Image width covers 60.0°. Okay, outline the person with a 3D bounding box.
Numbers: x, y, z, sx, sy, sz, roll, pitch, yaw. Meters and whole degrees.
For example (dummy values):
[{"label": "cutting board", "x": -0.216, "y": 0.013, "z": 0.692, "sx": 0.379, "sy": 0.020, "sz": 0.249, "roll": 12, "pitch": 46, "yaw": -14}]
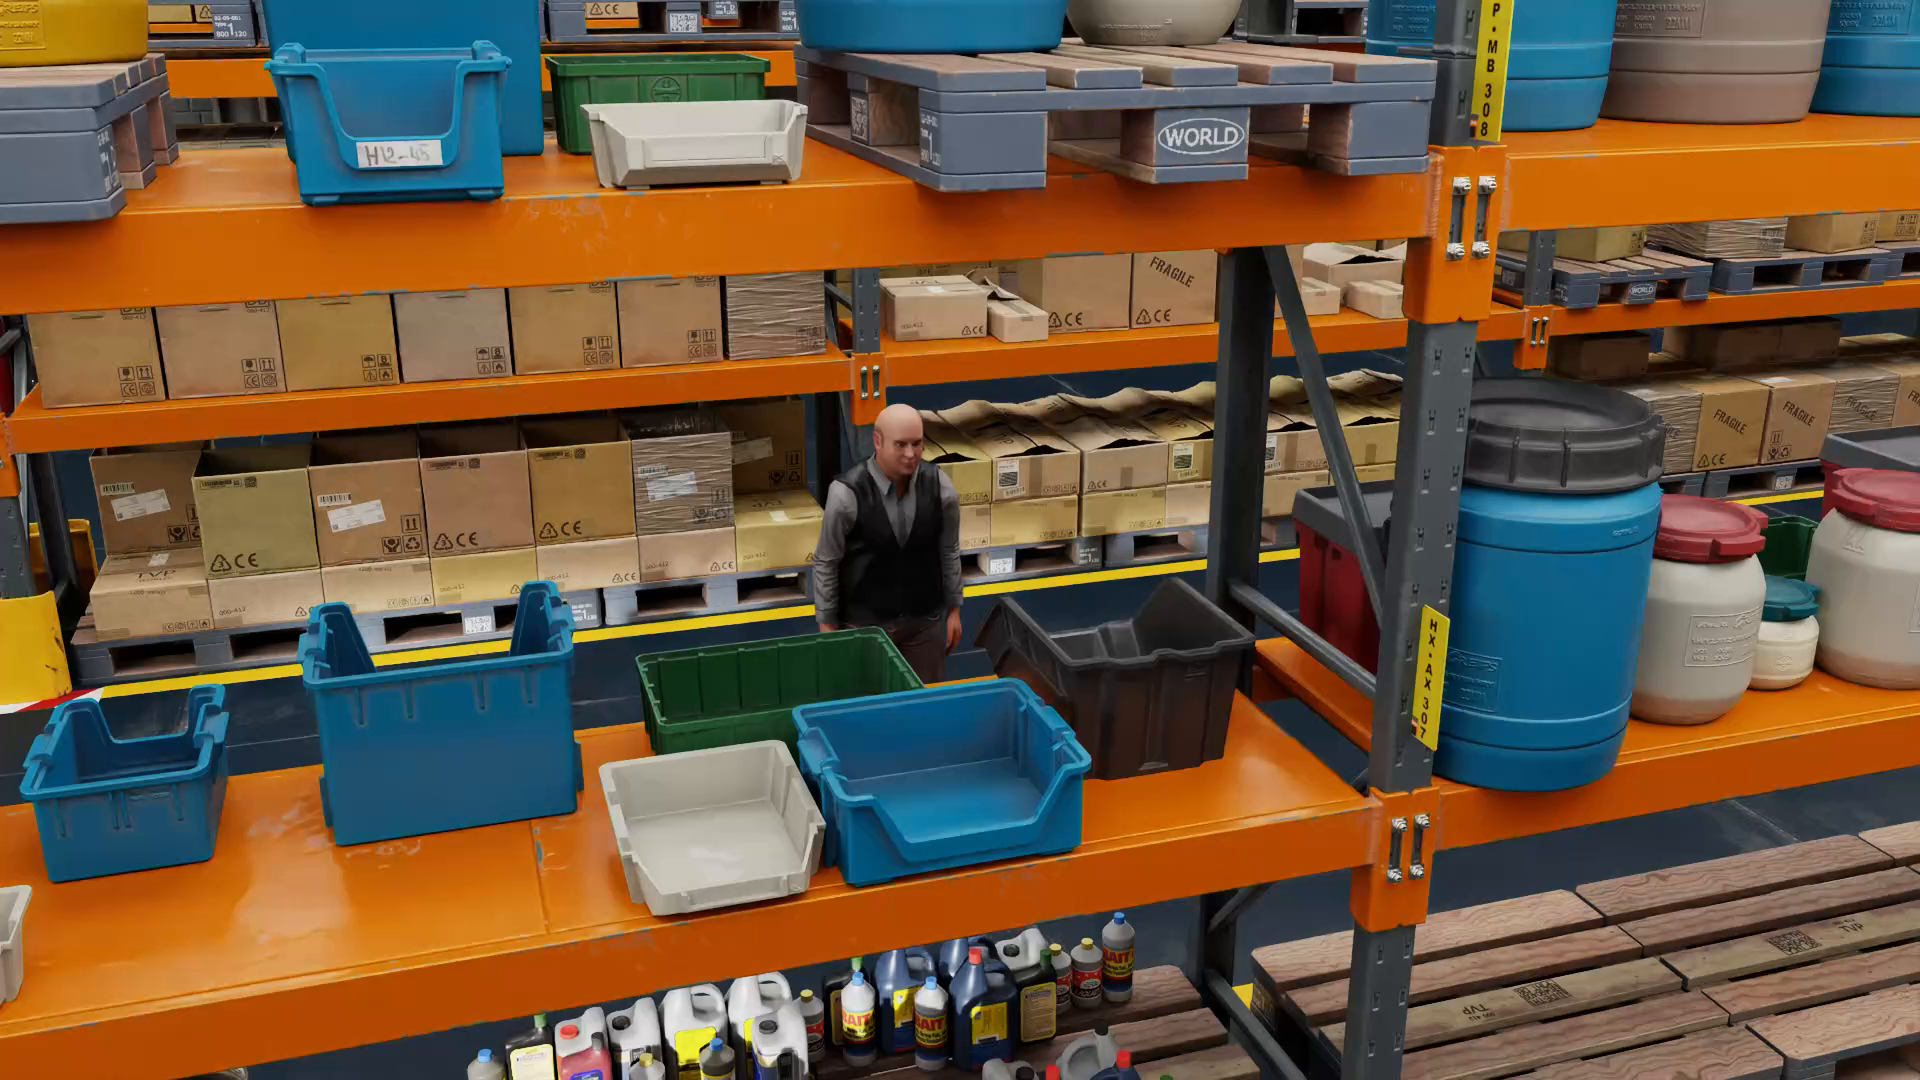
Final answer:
[{"label": "person", "x": -0.262, "y": 0.316, "z": 6.193, "sx": 0.581, "sy": 1.719, "sz": 0.427, "roll": -7, "pitch": 20, "yaw": -20}]
